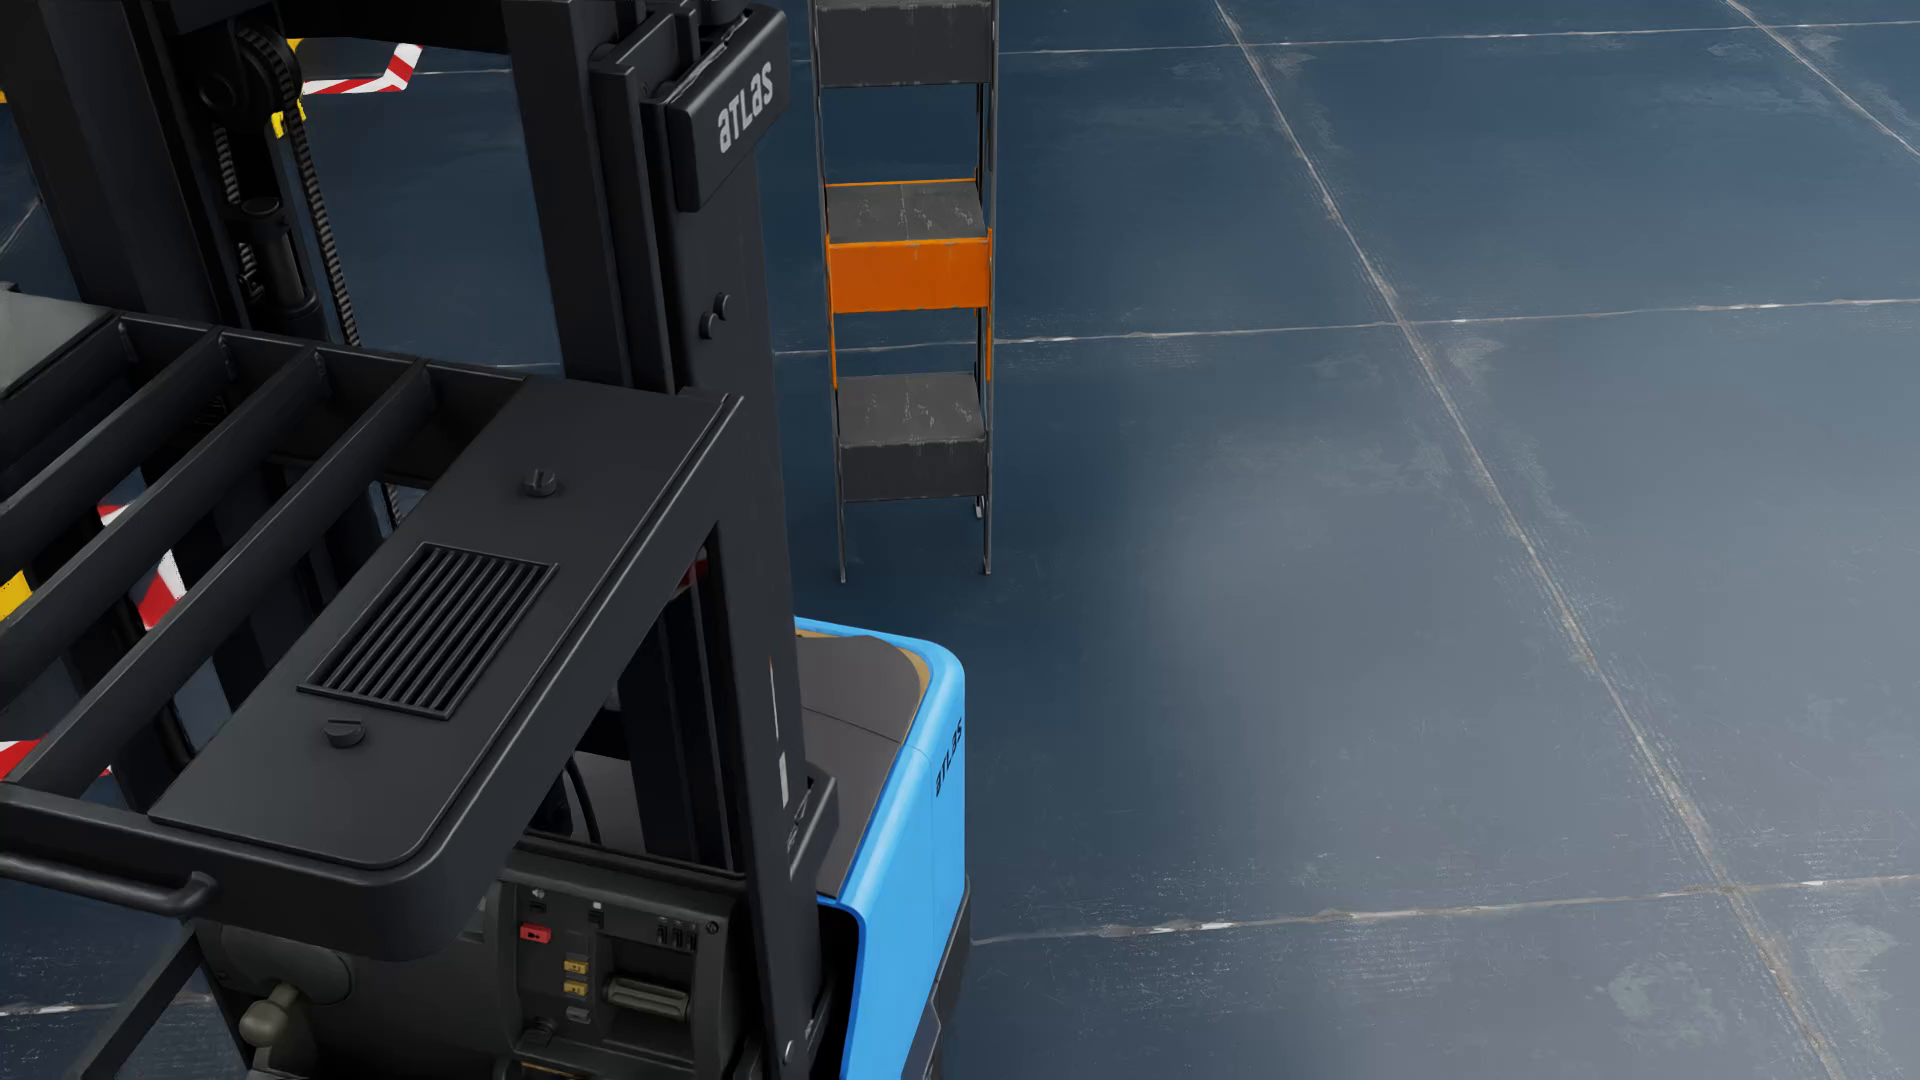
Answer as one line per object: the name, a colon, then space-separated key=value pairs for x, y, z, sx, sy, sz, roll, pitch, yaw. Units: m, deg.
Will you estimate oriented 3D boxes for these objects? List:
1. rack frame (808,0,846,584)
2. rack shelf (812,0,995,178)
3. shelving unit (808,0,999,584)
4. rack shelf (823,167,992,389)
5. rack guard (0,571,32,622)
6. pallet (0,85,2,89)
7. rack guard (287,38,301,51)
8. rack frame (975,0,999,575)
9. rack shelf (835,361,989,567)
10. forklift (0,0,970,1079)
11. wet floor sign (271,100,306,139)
rack frame: x=-0.408 y=-0.802 z=5.071 sx=0.015 sy=2.100 sz=0.400 roll=-3 pitch=38 yaw=-4
rack shelf: x=-0.165 y=-1.354 z=4.663 sx=0.480 sy=0.518 sz=0.431 roll=-3 pitch=38 yaw=-4
shelving unit: x=-0.165 y=-0.815 z=5.088 sx=0.503 sy=2.100 sz=0.431 roll=-3 pitch=38 yaw=-4
rack shelf: x=-0.165 y=-0.805 z=5.097 sx=0.480 sy=0.518 sz=0.431 roll=-3 pitch=38 yaw=-4
rack guard: x=-3.197 y=0.117 z=5.198 sx=0.348 sy=0.500 sz=1.175 roll=-3 pitch=38 yaw=-4
pallet: x=-4.648 y=-2.790 z=9.116 sx=1.213 sy=0.211 sz=1.003 roll=-3 pitch=38 yaw=-4
rack guard: x=-3.835 y=-2.926 z=9.055 sx=0.348 sy=0.500 sz=1.175 roll=-3 pitch=38 yaw=-4
rack frame: x=0.078 y=-0.829 z=5.105 sx=0.015 sy=2.100 sz=0.400 roll=-3 pitch=38 yaw=-4
rack shelf: x=-0.165 y=-0.255 z=5.530 sx=0.480 sy=0.518 sz=0.431 roll=-3 pitch=38 yaw=-4
forklift: x=-0.854 y=0.731 z=2.457 sx=1.130 sy=2.935 sz=3.031 roll=10 pitch=39 yaw=12
wet floor sign: x=-3.476 y=-2.338 z=8.192 sx=0.232 sy=0.644 sz=0.267 roll=9 pitch=39 yaw=12
